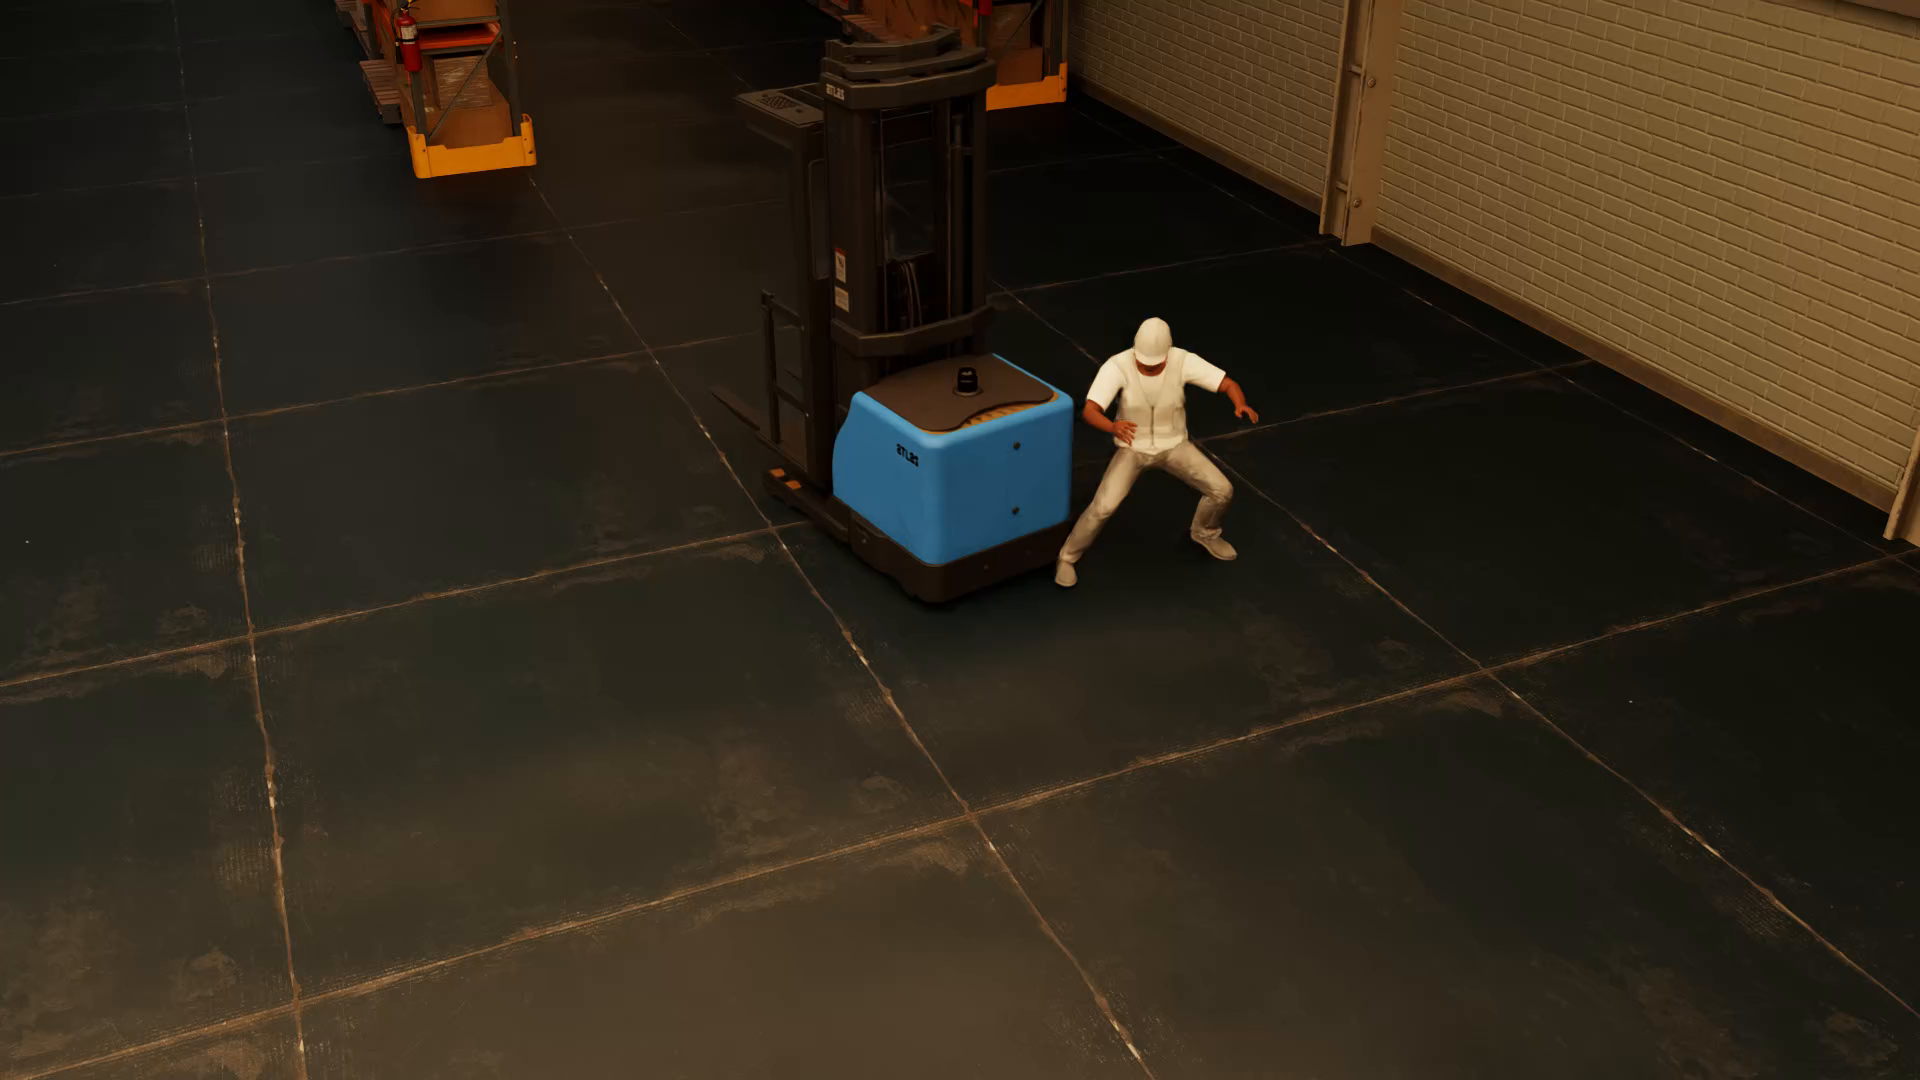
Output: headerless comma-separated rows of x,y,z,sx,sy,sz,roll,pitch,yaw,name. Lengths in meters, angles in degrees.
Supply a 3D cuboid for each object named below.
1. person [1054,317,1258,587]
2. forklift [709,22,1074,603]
1.096,-0.516,9.438,1.092,1.528,0.734,0,30,1,person
-0.594,-1.604,9.924,1.130,2.935,3.031,-19,35,-30,forklift
